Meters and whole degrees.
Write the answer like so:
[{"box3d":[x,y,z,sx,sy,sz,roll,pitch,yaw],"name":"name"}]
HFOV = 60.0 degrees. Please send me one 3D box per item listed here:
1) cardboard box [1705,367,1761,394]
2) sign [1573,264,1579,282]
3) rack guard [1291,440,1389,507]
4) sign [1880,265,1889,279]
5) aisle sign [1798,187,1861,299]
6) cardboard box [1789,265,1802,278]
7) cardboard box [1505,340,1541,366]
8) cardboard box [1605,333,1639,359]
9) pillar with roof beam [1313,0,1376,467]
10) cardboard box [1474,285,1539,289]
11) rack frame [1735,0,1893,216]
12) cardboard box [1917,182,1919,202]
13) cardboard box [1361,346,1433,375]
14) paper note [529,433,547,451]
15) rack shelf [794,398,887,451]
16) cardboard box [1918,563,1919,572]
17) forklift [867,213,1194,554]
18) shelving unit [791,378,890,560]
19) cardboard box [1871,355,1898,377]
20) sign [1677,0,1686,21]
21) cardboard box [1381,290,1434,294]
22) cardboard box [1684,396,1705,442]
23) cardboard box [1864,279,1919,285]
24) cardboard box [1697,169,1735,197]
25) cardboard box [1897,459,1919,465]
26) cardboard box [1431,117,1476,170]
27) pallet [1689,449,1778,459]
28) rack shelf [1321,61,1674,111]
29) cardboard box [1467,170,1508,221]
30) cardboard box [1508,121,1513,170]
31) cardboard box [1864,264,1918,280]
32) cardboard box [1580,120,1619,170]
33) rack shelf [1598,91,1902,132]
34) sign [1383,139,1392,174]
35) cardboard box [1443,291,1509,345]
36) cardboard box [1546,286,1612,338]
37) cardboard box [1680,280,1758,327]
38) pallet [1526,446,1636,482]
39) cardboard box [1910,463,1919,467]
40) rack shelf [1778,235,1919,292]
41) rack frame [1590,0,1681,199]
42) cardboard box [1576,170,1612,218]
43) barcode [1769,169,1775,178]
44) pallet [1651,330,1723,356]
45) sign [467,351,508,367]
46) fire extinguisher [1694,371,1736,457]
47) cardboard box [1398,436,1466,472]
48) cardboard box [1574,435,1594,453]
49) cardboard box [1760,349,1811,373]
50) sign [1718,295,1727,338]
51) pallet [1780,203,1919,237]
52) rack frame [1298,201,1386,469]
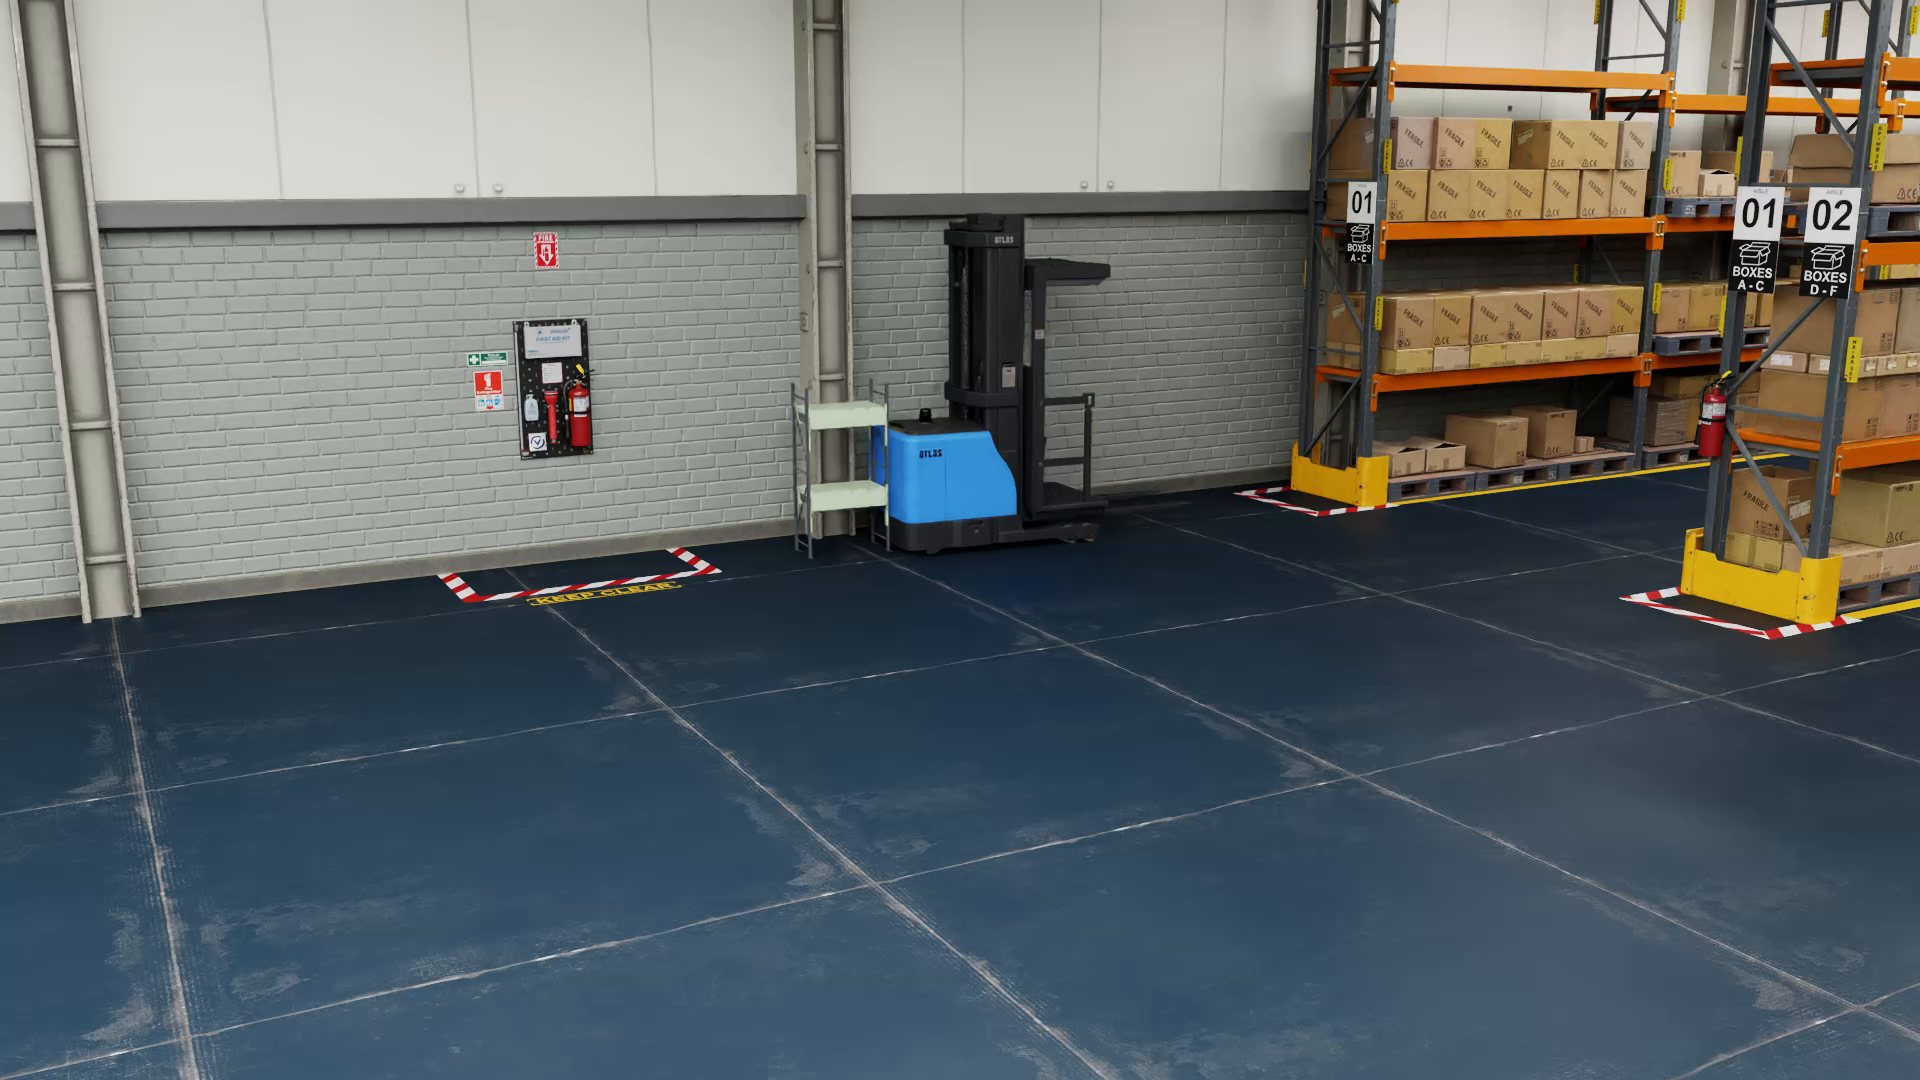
[{"box3d":[9.291,-1.925,19.956,0.500,0.250,0.500,-7,14,-28],"name":"cardboard box"},{"box3d":[7.097,-3.004,19.128,0.005,0.325,0.100,-7,14,-28],"name":"sign"},{"box3d":[3.922,-0.700,17.221,0.348,0.500,1.175,-7,14,-28],"name":"rack guard"},{"box3d":[11.145,-3.176,20.072,0.005,0.325,0.100,-7,14,-28],"name":"sign"},{"box3d":[6.321,-2.160,12.093,0.004,0.787,0.394,-7,14,-28],"name":"aisle sign"},{"box3d":[10.313,-3.254,20.171,0.250,0.149,0.380,-10,16,-37],"name":"cardboard box"},{"box3d":[5.779,-2.001,17.604,0.500,0.250,0.500,-7,14,-27],"name":"cardboard box"},{"box3d":[7.096,-2.161,18.315,0.500,0.250,0.500,-7,14,-28],"name":"cardboard box"},{"box3d":[6.118,-4.249,13.634,0.400,9.000,9.100,-7,14,-28],"name":"pillar with roof beam"},{"box3d":[5.958,-2.520,18.206,0.500,0.500,0.500,-6,14,-26],"name":"cardboard box"},{"box3d":[6.232,-3.884,12.013,0.127,3.000,1.000,-7,14,-28],"name":"rack frame"},{"box3d":[7.349,-2.661,12.707,0.250,0.149,0.380,-7,14,-28],"name":"cardboard box"},{"box3d":[4.436,-1.838,16.882,0.500,0.250,0.500,-7,15,-29],"name":"cardboard box"},{"box3d":[-3.587,-0.833,14.125,0.142,0.148,0.016,-7,14,-28],"name":"paper note"},{"box3d":[-1.048,-1.014,14.564,0.720,0.370,0.431,-6,14,-24],"name":"rack shelf"},{"box3d":[7.685,0.060,13.457,0.500,0.250,0.500,-7,14,-28],"name":"cardboard box"},{"box3d":[0.709,-1.497,15.228,3.031,2.935,1.130,-6,14,-24],"name":"forklift"},{"box3d":[-1.048,-0.634,14.650,0.755,1.500,0.431,-6,14,-24],"name":"shelving unit"},{"box3d":[6.910,-1.350,12.714,0.250,0.149,0.380,-7,15,-29],"name":"cardboard box"},{"box3d":[7.610,-5.647,17.538,0.005,0.325,0.100,-7,14,-28],"name":"sign"},{"box3d":[4.614,-2.355,17.473,0.500,0.500,0.500,-7,14,-27],"name":"cardboard box"},{"box3d":[8.434,-1.472,19.650,0.500,0.500,0.700,-7,15,-29],"name":"cardboard box"},{"box3d":[7.595,-1.801,13.237,0.500,0.500,0.700,-7,14,-28],"name":"cardboard box"},{"box3d":[8.425,-4.064,18.891,0.500,0.311,0.500,-6,14,-26],"name":"cardboard box"},{"box3d":[7.870,-0.461,14.063,0.500,0.500,0.500,-7,14,-28],"name":"cardboard box"},{"box3d":[4.774,-3.958,16.622,0.500,0.500,0.500,-7,14,-29],"name":"cardboard box"},{"box3d":[9.121,-1.183,20.027,1.213,0.211,1.003,-7,14,-28],"name":"pallet"},{"box3d":[5.611,-4.696,17.267,4.000,0.370,1.077,-7,14,-28],"name":"rack shelf"},{"box3d":[5.211,-3.525,16.978,0.500,0.500,0.500,-6,14,-25],"name":"cardboard box"},{"box3d":[5.470,-4.175,17.589,0.500,0.500,0.500,-7,14,-28],"name":"cardboard box"},{"box3d":[11.424,-3.324,20.528,0.500,0.250,0.500,-6,14,-27],"name":"cardboard box"},{"box3d":[6.578,-4.177,17.596,0.500,0.500,0.500,-6,14,-25],"name":"cardboard box"},{"box3d":[9.122,-4.923,19.180,4.000,0.370,1.077,-7,14,-28],"name":"rack shelf"},{"box3d":[4.115,-3.697,16.022,0.005,0.325,0.100,-7,14,-28],"name":"sign"},{"box3d":[5.313,-2.309,17.268,0.500,0.500,0.500,-7,15,-30],"name":"cardboard box"},{"box3d":[6.664,-2.472,17.989,0.500,0.500,0.500,-7,14,-28],"name":"cardboard box"},{"box3d":[8.886,-2.775,19.520,0.500,0.500,0.700,-5,14,-20],"name":"cardboard box"},{"box3d":[6.794,-0.894,18.743,1.213,0.211,1.003,-7,14,-28],"name":"pallet"},{"box3d":[8.127,-0.357,13.604,0.500,0.500,0.500,-7,14,-28],"name":"cardboard box"},{"box3d":[7.987,-2.280,13.356,4.000,0.370,1.077,-7,14,-28],"name":"rack shelf"},{"box3d":[7.366,-5.259,18.123,0.127,3.000,1.000,-7,14,-28],"name":"rack frame"},{"box3d":[6.591,-3.703,17.766,0.500,0.500,0.500,-8,15,-33],"name":"cardboard box"},{"box3d":[6.266,-2.828,12.832,0.075,0.075,0.001,-7,14,-28],"name":"barcode"},{"box3d":[8.107,-2.291,19.035,1.213,0.211,1.003,-7,14,-28],"name":"pallet"},{"box3d":[-3.925,-1.504,13.814,0.331,0.109,0.001,-7,14,-28],"name":"sign"},{"box3d":[5.906,-0.997,13.022,0.183,0.674,0.296,-7,14,-28],"name":"fire extinguisher"},{"box3d":[5.006,-0.930,17.671,0.500,0.311,0.500,-6,14,-23],"name":"cardboard box"},{"box3d":[6.911,-1.103,18.768,0.250,0.166,0.380,-9,16,-35],"name":"cardboard box"},{"box3d":[6.476,-1.399,12.931,0.250,0.149,0.380,-7,15,-29],"name":"cardboard box"},{"box3d":[5.984,-1.744,12.989,0.005,0.325,0.100,-7,14,-28],"name":"sign"},{"box3d":[6.865,-2.447,12.660,1.213,0.211,1.003,-7,14,-28],"name":"pallet"},{"box3d":[3.855,-1.911,16.911,0.127,3.000,1.000,-7,14,-28],"name":"rack frame"}]
